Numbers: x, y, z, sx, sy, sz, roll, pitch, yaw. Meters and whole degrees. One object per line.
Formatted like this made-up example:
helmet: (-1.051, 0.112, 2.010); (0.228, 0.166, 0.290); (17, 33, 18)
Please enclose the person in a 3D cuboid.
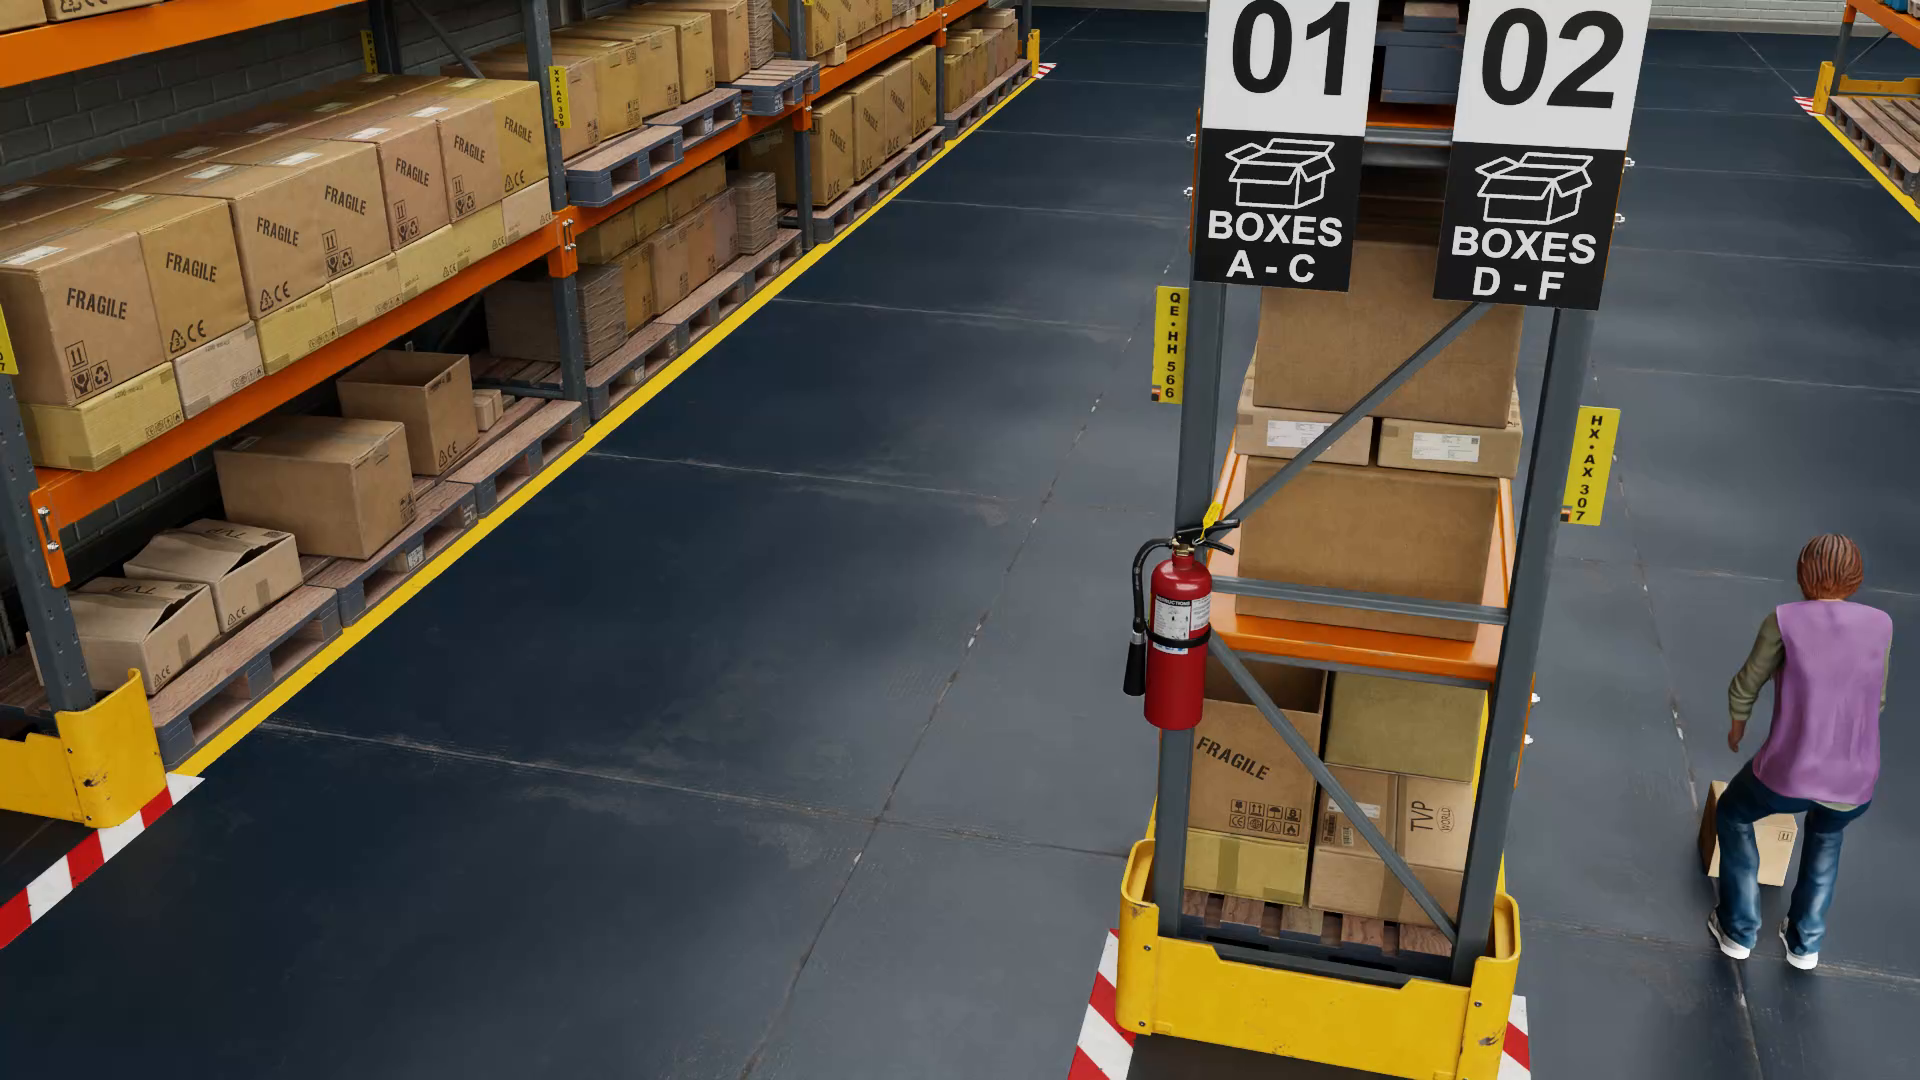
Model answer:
person: (2.684, 0.714, 5.345); (0.454, 1.429, 0.540); (7, 26, 13)
